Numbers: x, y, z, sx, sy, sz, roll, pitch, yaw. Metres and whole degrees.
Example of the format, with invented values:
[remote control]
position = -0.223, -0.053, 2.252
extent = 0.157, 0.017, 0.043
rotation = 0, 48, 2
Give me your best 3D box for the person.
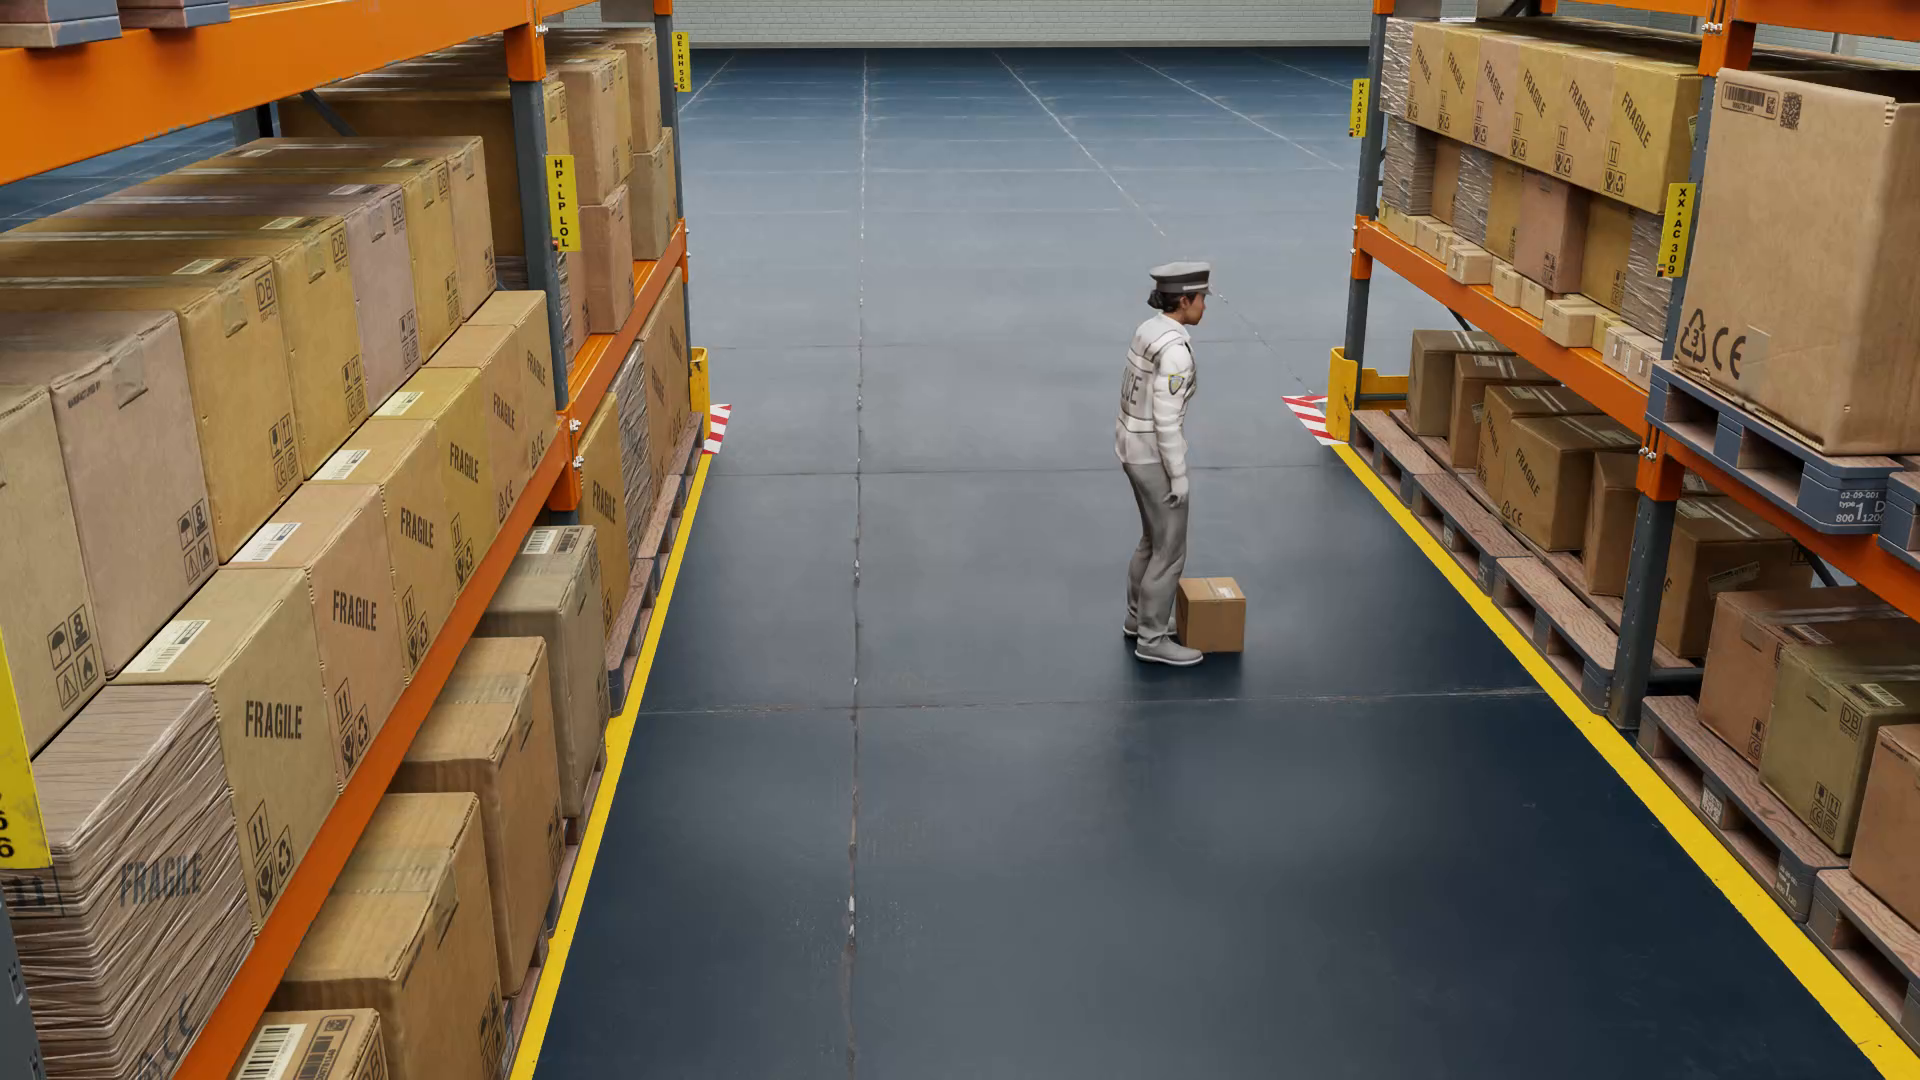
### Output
[person]
position = 0.842, -0.329, 6.952
extent = 0.375, 1.662, 0.532
rotation = -2, 21, -6
